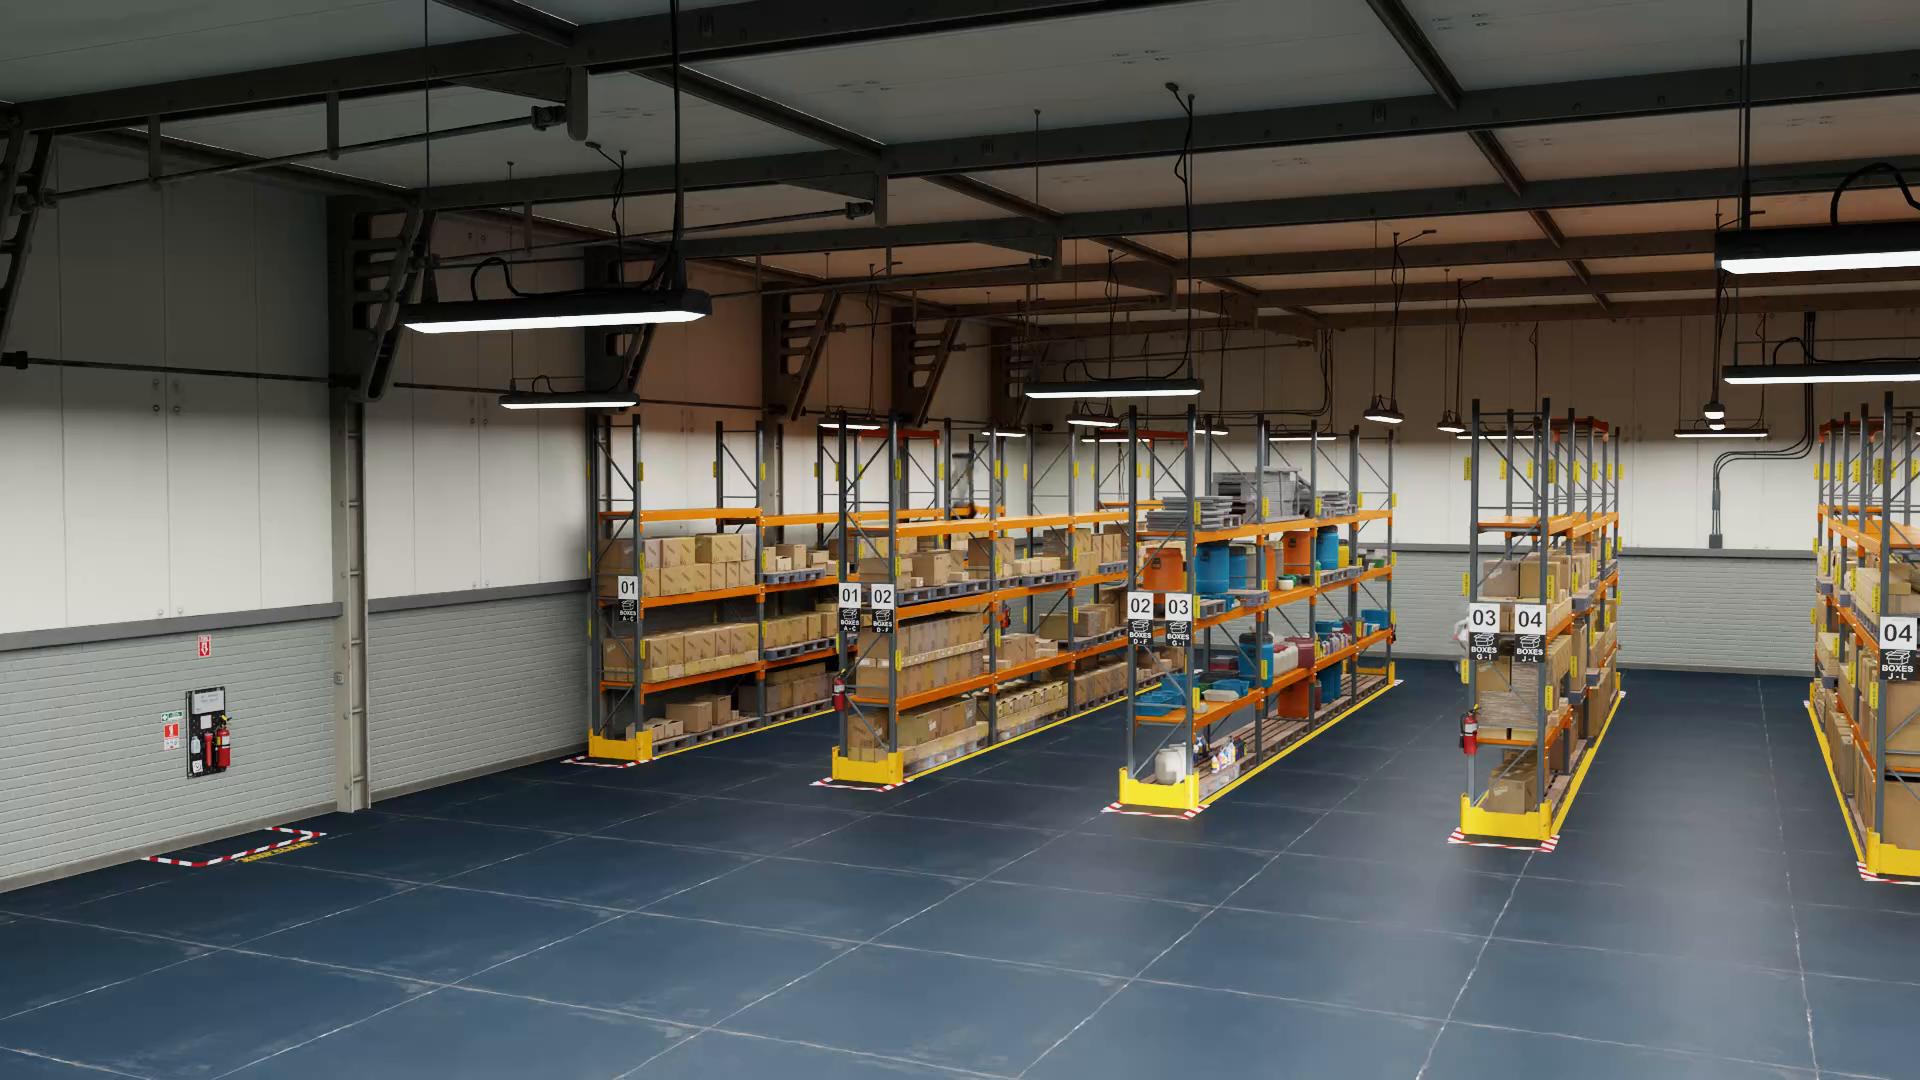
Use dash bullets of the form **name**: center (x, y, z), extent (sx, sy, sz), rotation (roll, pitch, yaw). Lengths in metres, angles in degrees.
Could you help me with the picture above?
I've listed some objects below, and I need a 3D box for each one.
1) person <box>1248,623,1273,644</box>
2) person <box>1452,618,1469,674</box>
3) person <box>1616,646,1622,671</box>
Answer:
- **person**: center (6.542, 2.670, 36.676), extent (0.613, 1.684, 0.852), rotation (2, 3, 36)
- **person**: center (12.570, 2.514, 41.001), extent (0.710, 1.671, 0.804), rotation (-2, 3, -38)
- **person**: center (14.857, 2.608, 38.057), extent (0.511, 1.660, 0.580), rotation (2, 3, 38)
